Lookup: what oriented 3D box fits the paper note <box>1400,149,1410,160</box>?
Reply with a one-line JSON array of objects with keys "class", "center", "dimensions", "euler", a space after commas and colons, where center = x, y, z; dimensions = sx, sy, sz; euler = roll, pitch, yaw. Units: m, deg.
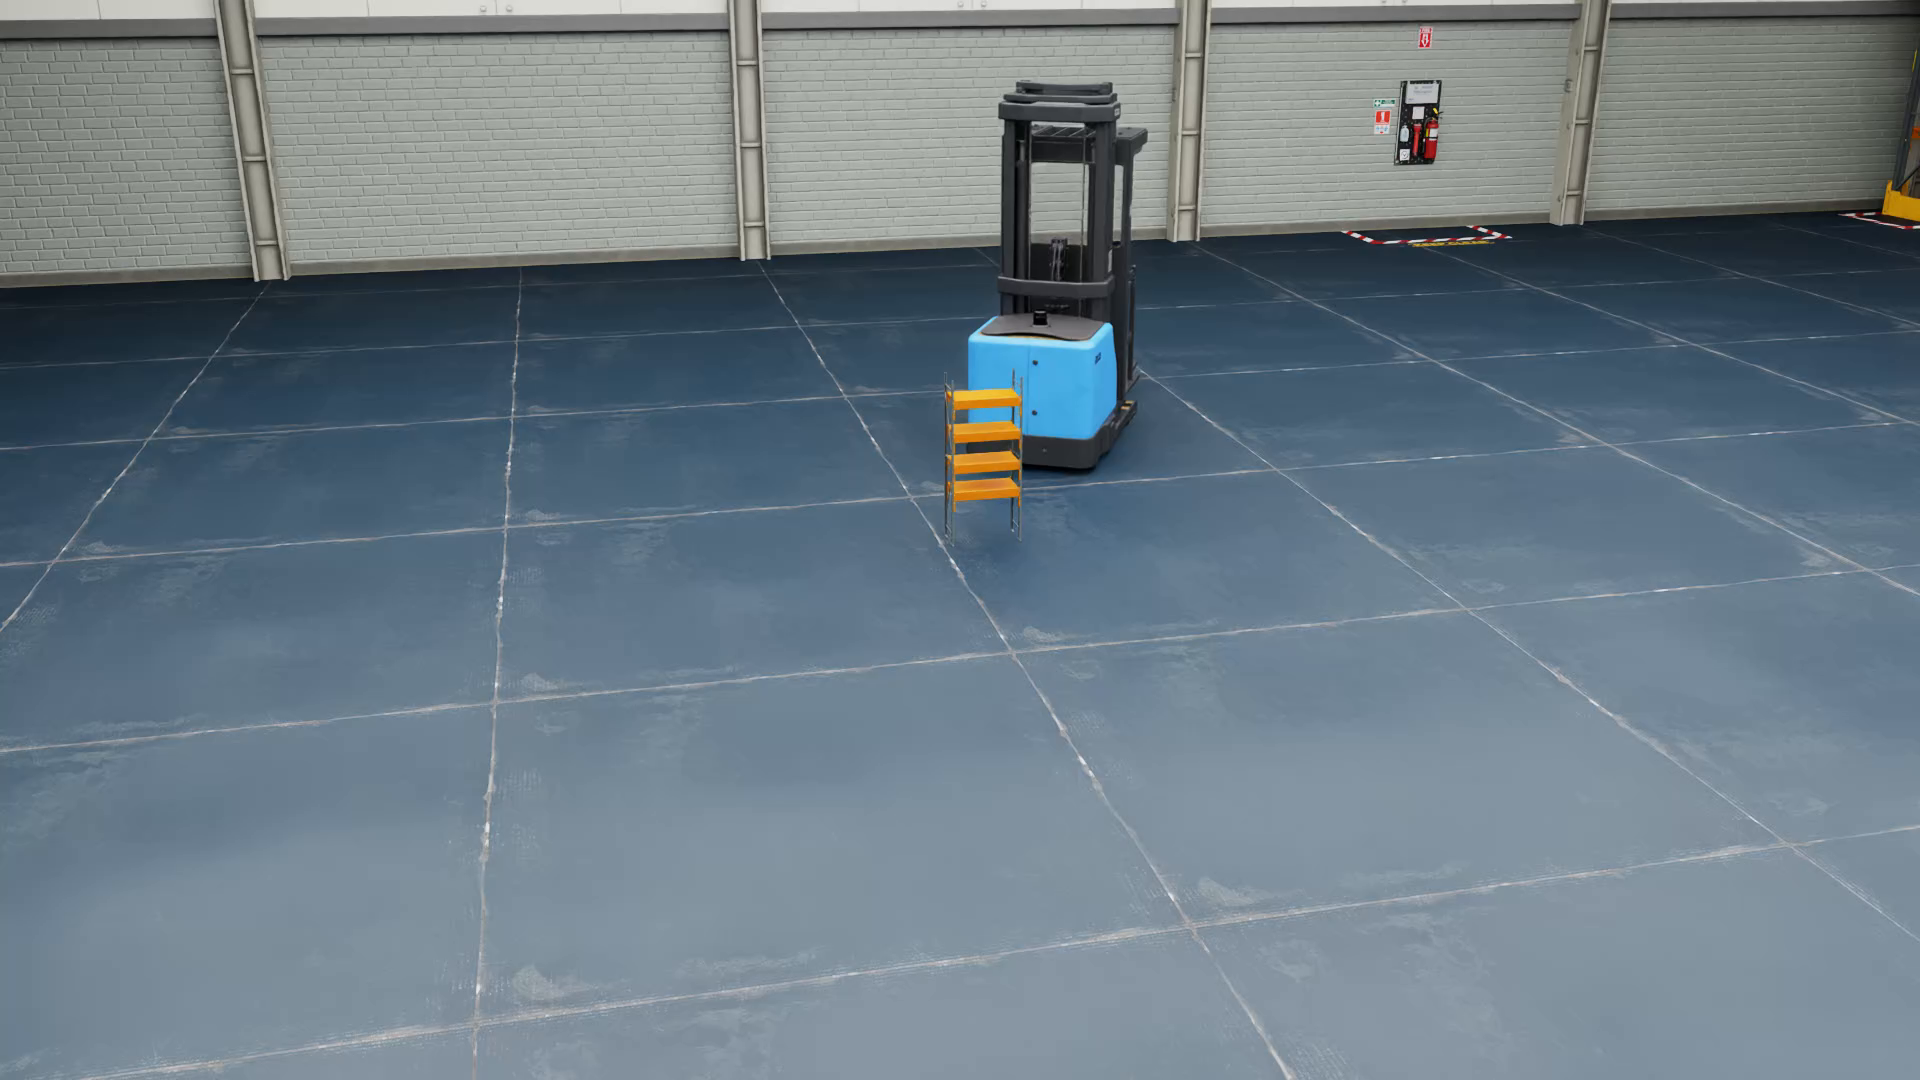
[{"class": "paper note", "center": [6.358, -5.506, 23.765], "dimensions": [0.142, 0.148, 0.016], "euler": [-5, 21, -12]}]

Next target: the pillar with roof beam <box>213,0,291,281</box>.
[{"class": "pillar with roof beam", "center": [-7.567, -6.045, 15.233], "dimensions": [0.400, 9.000, 9.100], "euler": [-5, 21, -12]}]

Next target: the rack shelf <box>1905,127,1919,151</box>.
[{"class": "rack shelf", "center": [16.263, -6.044, 24.999], "dimensions": [4.000, 0.370, 1.077], "euler": [-5, 21, -12]}]

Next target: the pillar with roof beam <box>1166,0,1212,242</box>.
[{"class": "pillar with roof beam", "center": [4.111, -6.994, 17.826], "dimensions": [0.400, 9.000, 9.100], "euler": [-5, 21, -12]}]

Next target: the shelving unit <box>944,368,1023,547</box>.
[{"class": "shelving unit", "center": [0.161, -0.577, 11.644], "dimensions": [0.503, 1.200, 0.258], "euler": [-5, 21, -12]}]

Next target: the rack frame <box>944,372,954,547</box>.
[{"class": "rack frame", "center": [-0.076, -0.557, 11.591], "dimensions": [0.015, 1.200, 0.240], "euler": [-5, 21, -12]}]

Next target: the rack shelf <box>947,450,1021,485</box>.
[{"class": "rack shelf", "center": [0.161, -0.513, 11.667], "dimensions": [0.480, 0.148, 0.258], "euler": [-5, 21, -12]}]

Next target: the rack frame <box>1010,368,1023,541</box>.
[{"class": "rack frame", "center": [0.399, -0.596, 11.697], "dimensions": [0.015, 1.200, 0.240], "euler": [-5, 21, -12]}]

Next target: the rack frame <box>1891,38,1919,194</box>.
[{"class": "rack frame", "center": [14.317, -6.223, 24.443], "dimensions": [0.127, 3.000, 1.000], "euler": [-5, 21, -12]}]

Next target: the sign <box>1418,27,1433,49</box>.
[{"class": "sign", "center": [6.515, -7.032, 23.279], "dimensions": [0.199, 0.298, 0.001], "euler": [-5, 21, -12]}]

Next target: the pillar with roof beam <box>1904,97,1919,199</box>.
[{"class": "pillar with roof beam", "center": [15.789, -7.944, 20.419], "dimensions": [0.400, 9.000, 9.100], "euler": [-5, 21, -12]}]

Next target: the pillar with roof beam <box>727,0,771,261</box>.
[{"class": "pillar with roof beam", "center": [-1.728, -6.520, 16.529], "dimensions": [0.400, 9.000, 9.100], "euler": [-5, 21, -12]}]

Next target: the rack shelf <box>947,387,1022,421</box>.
[{"class": "rack shelf", "center": [0.161, -0.945, 11.509], "dimensions": [0.480, 0.148, 0.258], "euler": [-5, 21, -12]}]

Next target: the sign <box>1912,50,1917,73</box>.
[{"class": "sign", "center": [14.208, -7.103, 24.701], "dimensions": [0.005, 0.325, 0.100], "euler": [-5, 21, -12]}]

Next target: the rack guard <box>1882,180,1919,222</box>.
[{"class": "rack guard", "center": [14.391, -5.056, 24.889], "dimensions": [0.348, 0.500, 1.175], "euler": [-5, 21, -12]}]

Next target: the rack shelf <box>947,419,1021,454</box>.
[{"class": "rack shelf", "center": [0.161, -0.723, 11.590], "dimensions": [0.480, 0.148, 0.258], "euler": [-5, 21, -12]}]

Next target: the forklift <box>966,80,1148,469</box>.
[{"class": "forklift", "center": [0.947, -2.415, 14.145], "dimensions": [1.130, 2.935, 3.031], "euler": [6, 21, 15]}]

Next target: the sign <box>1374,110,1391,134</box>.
[{"class": "sign", "center": [5.984, -5.918, 23.557], "dimensions": [0.234, 0.329, 0.001], "euler": [-5, 21, -12]}]

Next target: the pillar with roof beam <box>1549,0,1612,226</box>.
[{"class": "pillar with roof beam", "center": [9.950, -7.469, 19.122], "dimensions": [0.400, 9.000, 9.100], "euler": [-5, 21, -12]}]

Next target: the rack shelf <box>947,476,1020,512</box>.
[{"class": "rack shelf", "center": [0.161, -0.327, 11.735], "dimensions": [0.480, 0.148, 0.258], "euler": [-5, 21, -12]}]

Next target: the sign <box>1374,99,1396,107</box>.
[{"class": "sign", "center": [5.991, -6.164, 23.459], "dimensions": [0.331, 0.109, 0.001], "euler": [-5, 21, -12]}]

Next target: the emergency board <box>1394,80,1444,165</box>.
[{"class": "emergency board", "center": [6.546, -5.911, 23.589], "dimensions": [0.643, 1.169, 0.194], "euler": [-5, 21, -12]}]
